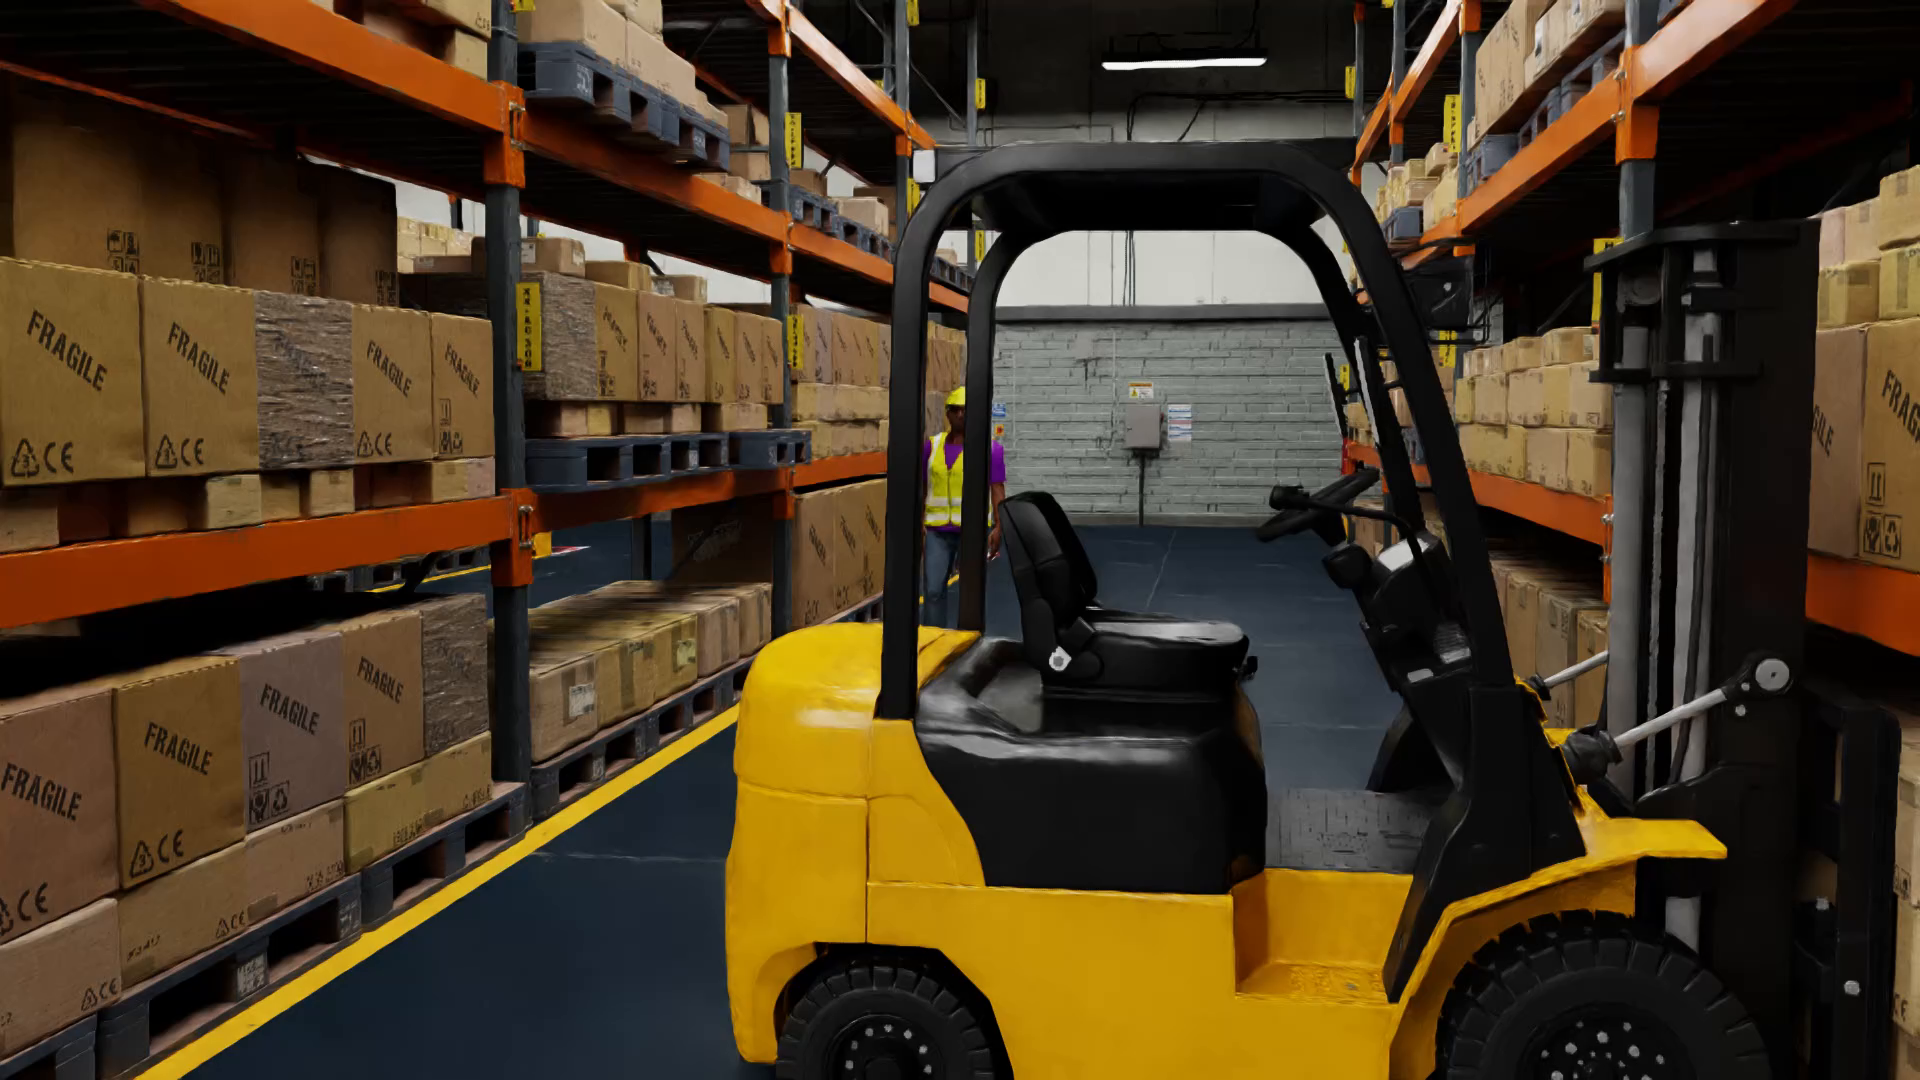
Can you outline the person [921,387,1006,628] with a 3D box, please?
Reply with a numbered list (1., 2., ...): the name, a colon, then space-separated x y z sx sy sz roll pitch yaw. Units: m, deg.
1. person: -0.009 -0.063 10.304 0.577 1.766 0.406 1 5 16
